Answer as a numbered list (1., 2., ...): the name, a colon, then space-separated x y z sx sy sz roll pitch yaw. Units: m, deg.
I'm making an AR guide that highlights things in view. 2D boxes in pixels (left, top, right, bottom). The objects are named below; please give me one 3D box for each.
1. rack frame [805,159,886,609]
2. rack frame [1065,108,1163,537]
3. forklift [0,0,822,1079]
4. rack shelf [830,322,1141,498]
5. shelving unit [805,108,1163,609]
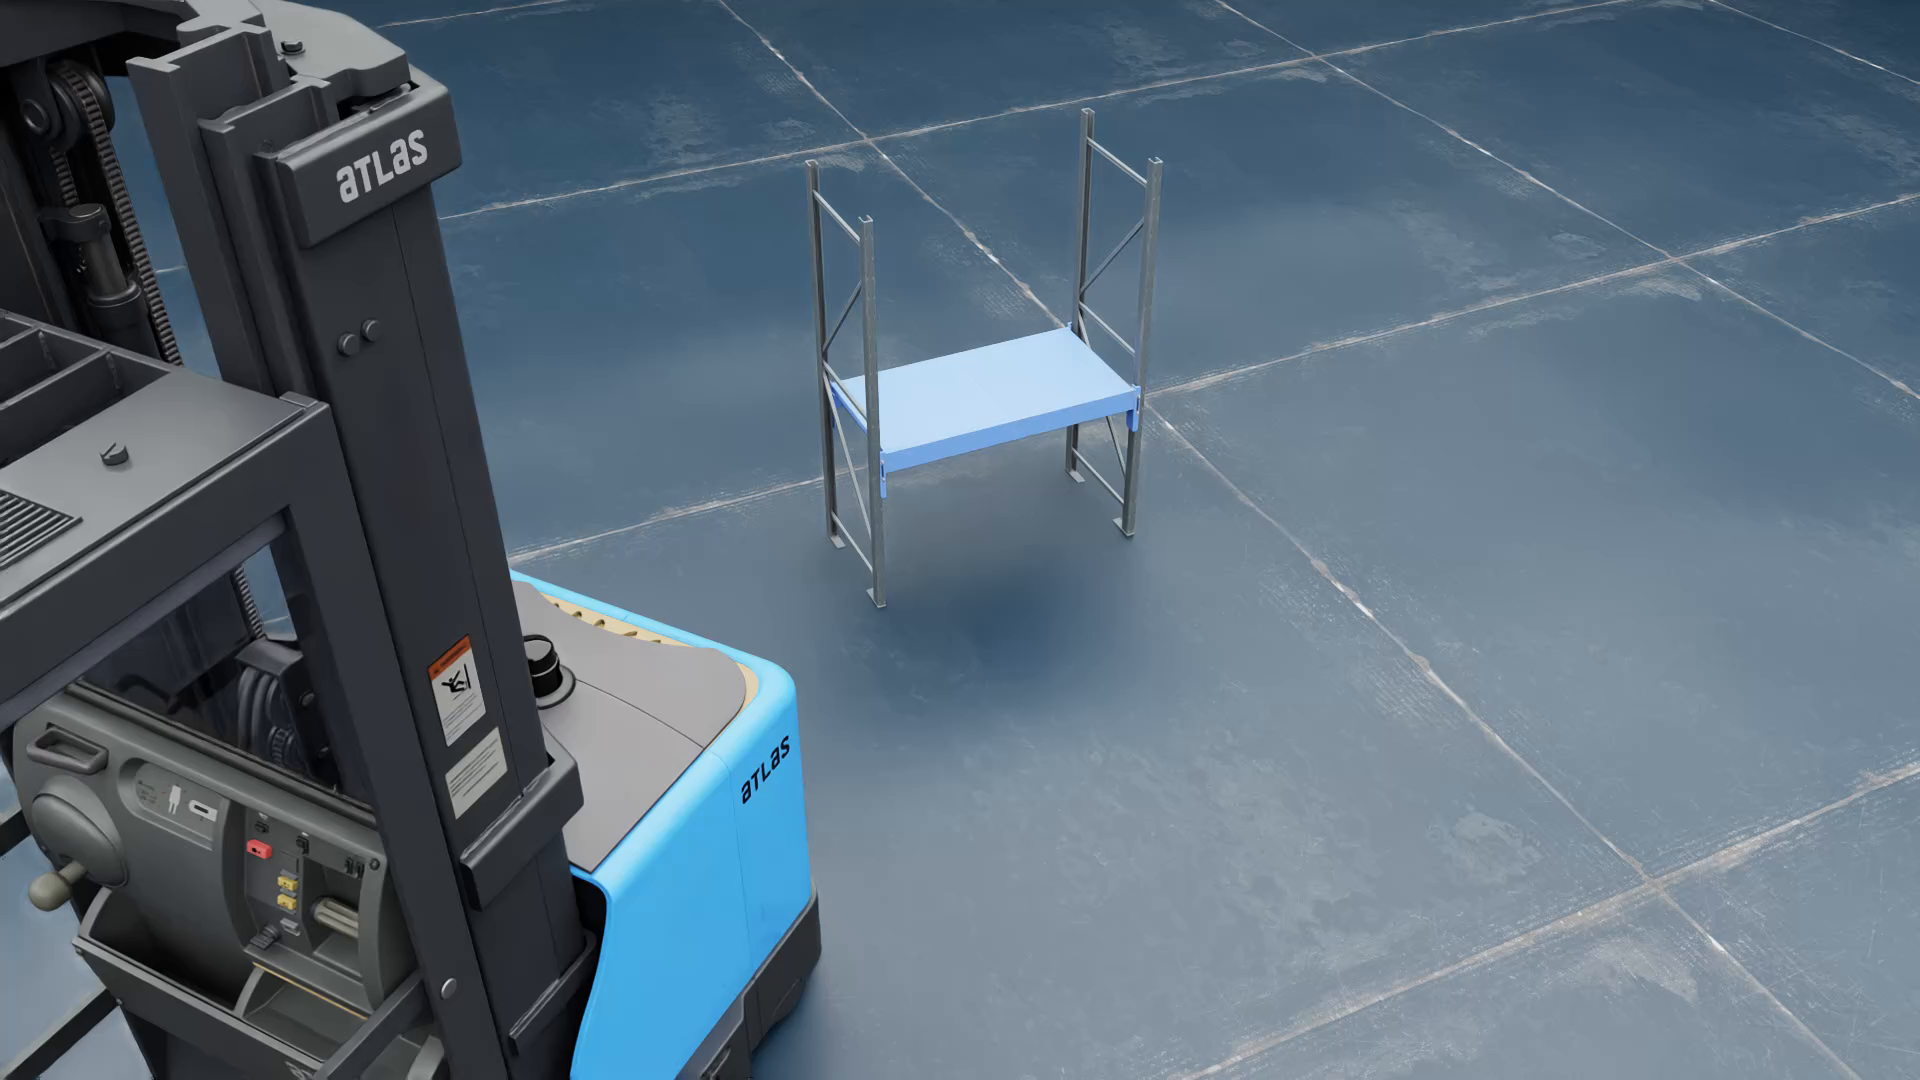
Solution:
1. rack frame: -0.383 -0.495 5.659 0.032 1.500 0.500 -16 39 -20
2. rack frame: 0.537 -0.753 6.006 0.032 1.500 0.500 -16 39 -20
3. forklift: -1.505 0.648 2.916 1.130 2.935 3.031 17 40 22
4. rack shelf: 0.077 -0.480 5.939 1.000 0.185 0.538 -16 39 -20
5. shelving unit: 0.077 -0.624 5.832 1.048 1.500 0.538 -16 39 -20
